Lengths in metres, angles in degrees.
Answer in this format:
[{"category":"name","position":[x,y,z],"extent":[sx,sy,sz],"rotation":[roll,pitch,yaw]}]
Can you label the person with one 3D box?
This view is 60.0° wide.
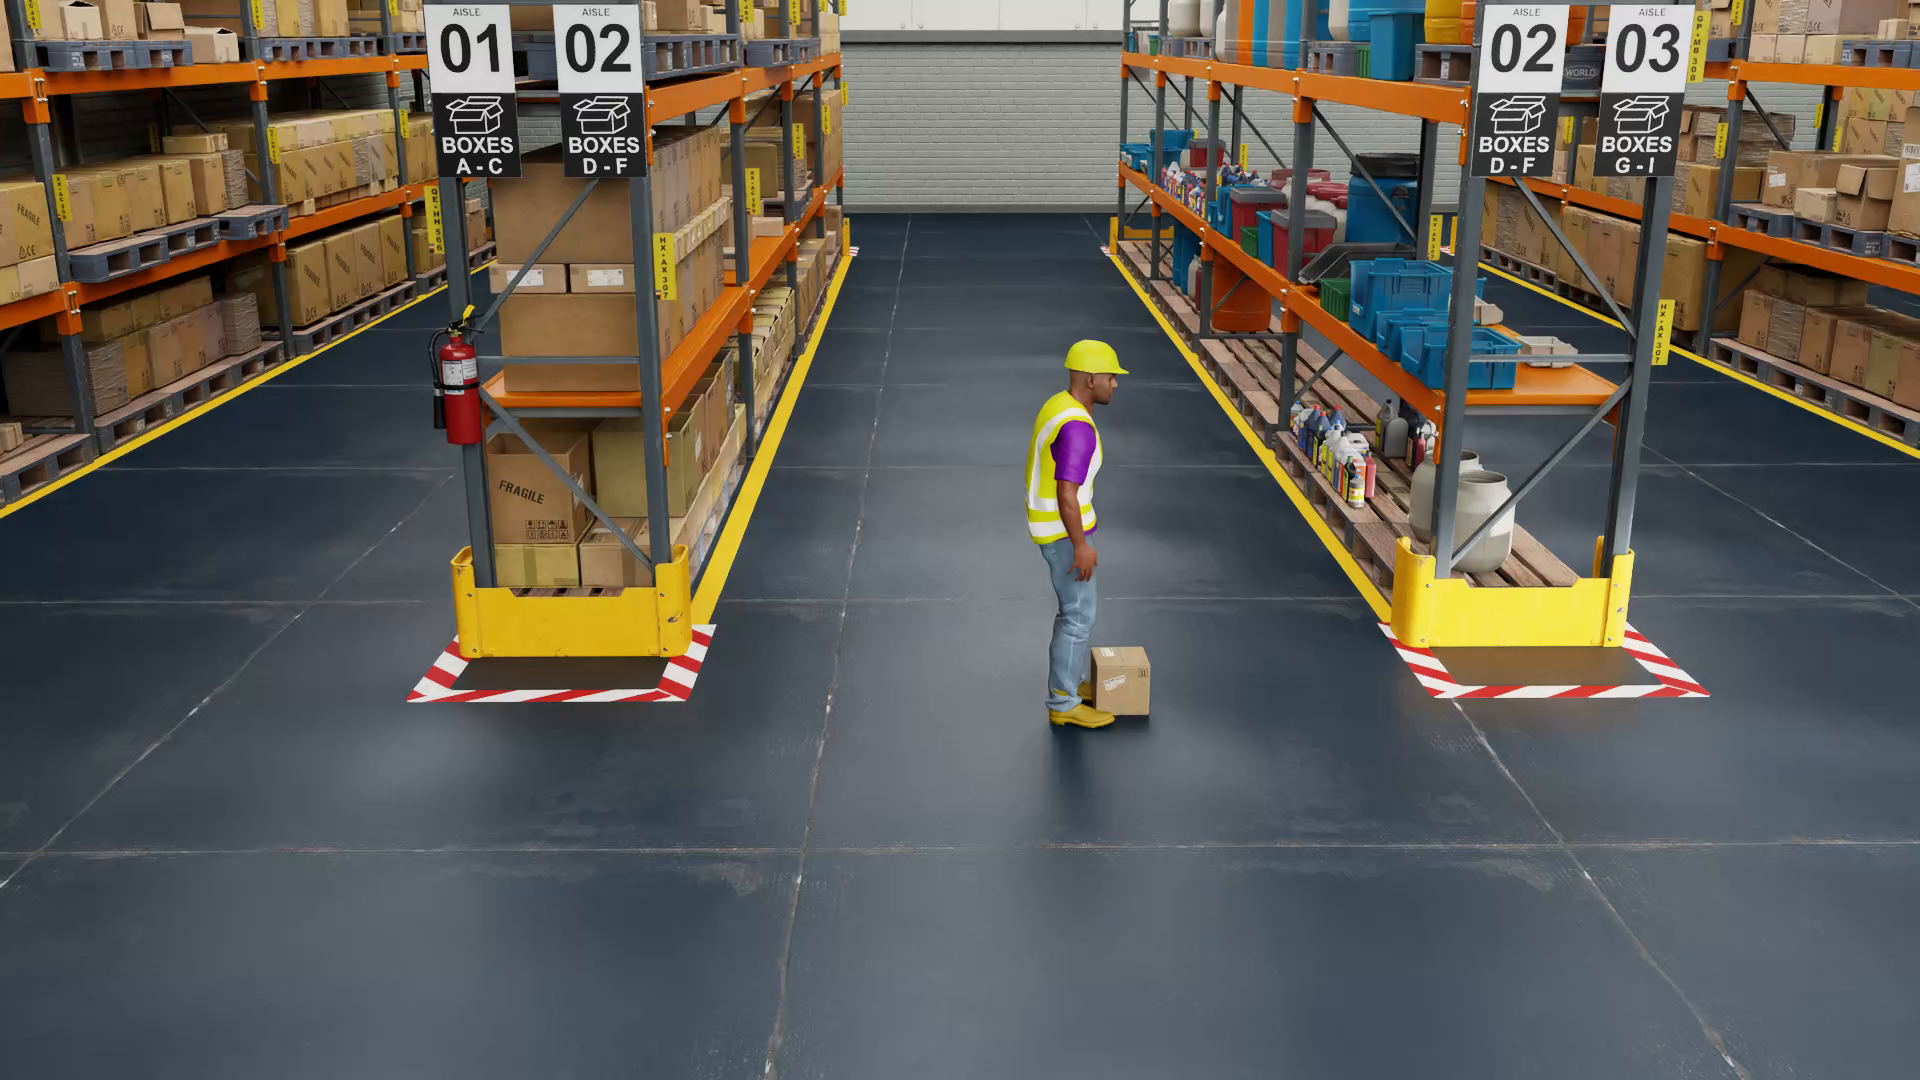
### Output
[{"category":"person","position":[0.529,-0.044,7.662],"extent":[0.458,1.757,0.628],"rotation":[0,17,0]}]
